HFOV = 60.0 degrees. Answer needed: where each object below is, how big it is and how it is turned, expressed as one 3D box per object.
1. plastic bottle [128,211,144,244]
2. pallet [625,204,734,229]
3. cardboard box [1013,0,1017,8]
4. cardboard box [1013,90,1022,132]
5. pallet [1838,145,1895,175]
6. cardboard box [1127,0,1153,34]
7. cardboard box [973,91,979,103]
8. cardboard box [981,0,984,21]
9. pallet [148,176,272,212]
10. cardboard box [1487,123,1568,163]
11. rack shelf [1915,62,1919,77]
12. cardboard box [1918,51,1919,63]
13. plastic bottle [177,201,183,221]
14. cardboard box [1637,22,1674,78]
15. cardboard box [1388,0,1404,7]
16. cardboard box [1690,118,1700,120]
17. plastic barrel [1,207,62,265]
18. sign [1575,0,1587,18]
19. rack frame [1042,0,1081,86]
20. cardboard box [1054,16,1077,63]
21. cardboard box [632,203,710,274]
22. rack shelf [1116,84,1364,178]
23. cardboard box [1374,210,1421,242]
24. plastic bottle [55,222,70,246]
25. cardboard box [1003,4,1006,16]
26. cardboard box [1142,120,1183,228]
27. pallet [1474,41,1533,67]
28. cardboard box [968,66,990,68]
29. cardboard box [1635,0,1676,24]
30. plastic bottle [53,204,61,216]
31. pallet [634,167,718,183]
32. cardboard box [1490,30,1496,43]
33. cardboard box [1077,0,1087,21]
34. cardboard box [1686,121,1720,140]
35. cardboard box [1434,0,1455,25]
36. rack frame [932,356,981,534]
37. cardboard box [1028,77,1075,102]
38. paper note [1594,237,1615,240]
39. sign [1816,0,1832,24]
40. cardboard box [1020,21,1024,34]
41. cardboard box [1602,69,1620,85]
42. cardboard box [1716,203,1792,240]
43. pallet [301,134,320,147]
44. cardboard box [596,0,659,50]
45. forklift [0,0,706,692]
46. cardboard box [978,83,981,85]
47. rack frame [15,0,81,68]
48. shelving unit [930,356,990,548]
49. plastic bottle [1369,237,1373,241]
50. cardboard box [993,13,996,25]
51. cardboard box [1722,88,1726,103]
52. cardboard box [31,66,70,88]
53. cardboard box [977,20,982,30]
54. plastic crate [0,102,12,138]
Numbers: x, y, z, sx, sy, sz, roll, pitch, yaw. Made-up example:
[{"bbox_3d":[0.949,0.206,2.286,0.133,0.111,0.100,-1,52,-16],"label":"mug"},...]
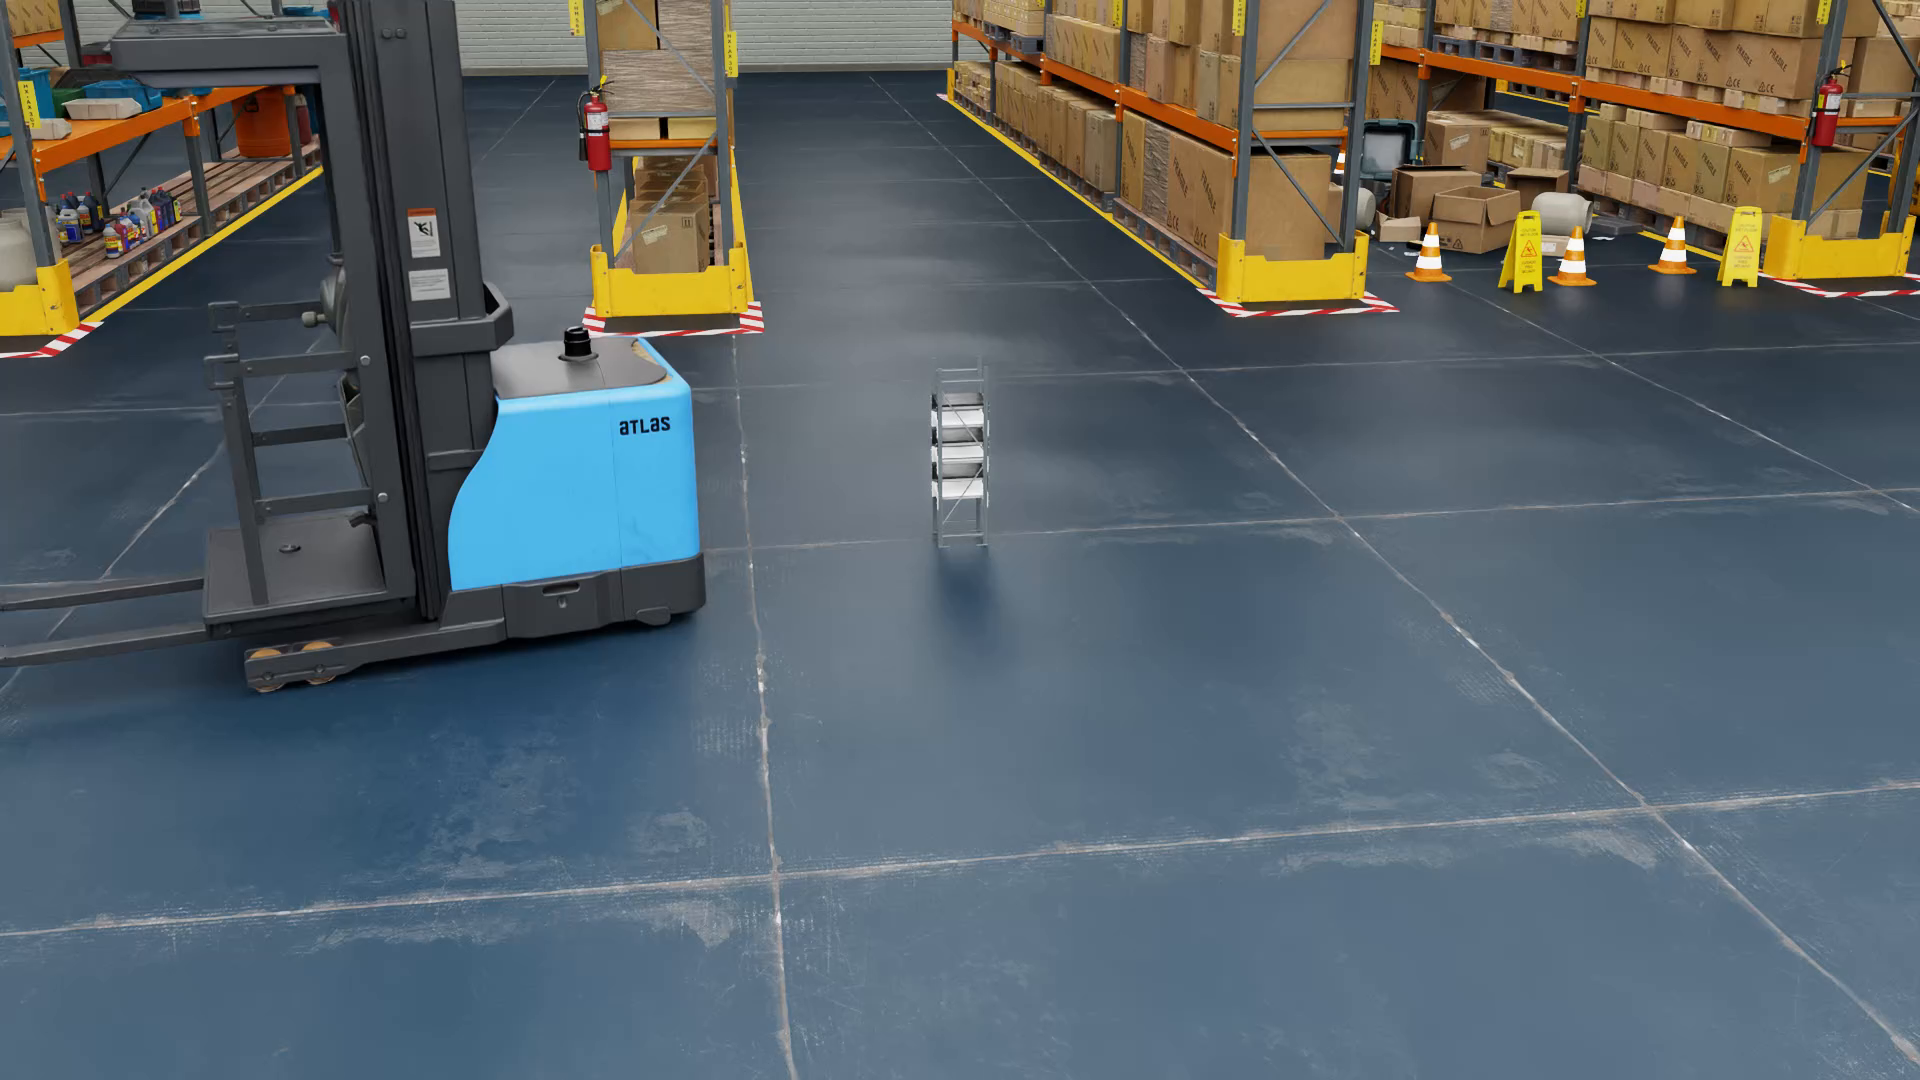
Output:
[{"bbox_3d":[-7.192,-2.726,14.497,0.097,0.271,0.097,0,20,0],"label":"plastic bottle"},{"bbox_3d":[-2.690,-3.028,16.023,1.003,0.211,1.213,-3,21,-8],"label":"pallet"},{"bbox_3d":[0.886,-6.940,21.419,0.380,0.149,0.250,-2,21,-6],"label":"cardboard box"},{"bbox_3d":[1.007,-5.768,22.345,0.500,0.500,0.500,-4,21,-10],"label":"cardboard box"},{"bbox_3d":[11.572,-4.687,20.464,1.003,0.211,1.213,-3,21,-8],"label":"pallet"},{"bbox_3d":[2.120,-5.227,16.167,0.875,0.550,0.550,-3,21,-8],"label":"cardboard box"},{"bbox_3d":[0.405,-6.889,25.847,0.380,0.149,0.250,-3,21,-8],"label":"cardboard box"},{"bbox_3d":[0.599,-7.890,24.486,0.500,0.500,0.500,-3,21,-8],"label":"cardboard box"},{"bbox_3d":[-8.054,-3.703,17.828,1.003,0.211,1.213,-3,21,-8],"label":"pallet"},{"bbox_3d":[6.698,-4.702,19.673,0.950,0.372,0.625,-2,21,-6],"label":"cardboard box"},{"bbox_3d":[11.608,-5.672,20.145,1.077,0.370,4.000,-3,21,-8],"label":"rack shelf"},{"bbox_3d":[11.445,-5.755,19.553,0.500,0.250,0.500,-3,21,-7],"label":"cardboard box"},{"bbox_3d":[-7.362,-3.101,15.602,0.097,0.201,0.097,0,20,0],"label":"plastic bottle"},{"bbox_3d":[6.927,-4.738,16.047,0.500,0.500,0.500,-3,21,-8],"label":"cardboard box"},{"bbox_3d":[5.993,-7.309,21.925,0.500,0.500,0.500,-3,21,-7],"label":"cardboard box"},{"bbox_3d":[7.336,-4.134,17.255,0.500,0.500,0.500,-3,21,-9],"label":"cardboard box"},{"bbox_3d":[-7.389,-2.360,13.202,0.421,0.512,0.421,0,20,0],"label":"plastic barrel"},{"bbox_3d":[6.436,-5.578,17.210,0.100,0.325,0.005,-3,21,-8],"label":"sign"},{"bbox_3d":[1.524,-6.166,20.437,1.000,3.000,0.127,-3,21,-8],"label":"rack frame"},{"bbox_3d":[1.398,-5.867,19.496,0.500,0.500,0.500,-3,21,-8],"label":"cardboard box"},{"bbox_3d":[-2.319,-2.423,13.390,0.500,0.500,0.500,1,20,2],"label":"cardboard box"},{"bbox_3d":[2.389,-3.751,15.001,1.077,0.370,4.000,-3,21,-8],"label":"rack shelf"},{"bbox_3d":[4.171,-2.998,15.863,0.396,0.266,0.258,1,20,2],"label":"cardboard box"},{"bbox_3d":[-7.789,-2.655,14.408,0.097,0.201,0.097,0,20,0],"label":"plastic bottle"},{"bbox_3d":[0.777,-7.068,22.187,0.380,0.149,0.250,-3,21,-9],"label":"cardboard box"},{"bbox_3d":[2.256,-3.449,15.600,0.875,0.875,0.875,-3,21,-7],"label":"cardboard box"},{"bbox_3d":[6.734,-5.677,19.403,1.003,0.211,1.213,-3,21,-8],"label":"pallet"},{"bbox_3d":[0.327,-7.516,26.675,0.380,0.149,0.250,-2,21,-6],"label":"cardboard box"},{"bbox_3d":[6.931,-5.203,15.864,0.700,0.500,0.500,-3,21,-9],"label":"cardboard box"},{"bbox_3d":[-8.007,-2.824,14.744,0.061,0.283,0.133,-2,21,-5],"label":"plastic bottle"},{"bbox_3d":[-3.115,-3.952,18.496,1.003,0.211,1.213,-3,21,-8],"label":"pallet"},{"bbox_3d":[6.483,-5.939,19.589,0.380,0.149,0.250,-2,21,-6],"label":"cardboard box"},{"bbox_3d":[1.730,-6.172,18.883,0.700,0.500,0.500,-3,21,-9],"label":"cardboard box"},{"bbox_3d":[6.999,-3.811,15.463,0.380,0.149,0.250,-2,21,-5],"label":"cardboard box"},{"bbox_3d":[6.244,-6.666,20.608,0.500,0.500,0.500,-4,21,-9],"label":"cardboard box"},{"bbox_3d":[-0.016,-0.460,8.160,0.240,0.900,0.006,-3,21,-8],"label":"rack frame"},{"bbox_3d":[1.166,-5.766,21.268,0.500,0.250,0.500,-3,21,-9],"label":"cardboard box"},{"bbox_3d":[6.163,-2.894,15.920,0.142,0.019,0.148,-11,23,-26],"label":"paper note"},{"bbox_3d":[7.009,-4.350,13.469,0.100,0.325,0.005,-3,21,-8],"label":"sign"},{"bbox_3d":[0.964,-6.478,21.033,0.380,0.149,0.250,-3,21,-8],"label":"cardboard box"},{"bbox_3d":[6.801,-4.738,16.972,0.380,0.149,0.250,-2,21,-6],"label":"cardboard box"},{"bbox_3d":[7.175,-2.864,14.926,0.500,0.250,0.500,-3,21,-8],"label":"cardboard box"},{"bbox_3d":[-8.627,-5.087,21.534,1.003,0.211,1.213,-3,21,-8],"label":"pallet"},{"bbox_3d":[-2.569,-4.013,12.677,0.500,0.500,0.500,-3,21,-8],"label":"cardboard box"},{"bbox_3d":[-2.679,-0.979,6.650,3.031,2.935,1.130,-8,22,-21],"label":"forklift"},{"bbox_3d":[0.485,-7.008,25.742,0.380,0.149,0.250,-2,21,-6],"label":"cardboard box"},{"bbox_3d":[-14.355,-8.222,25.943,1.000,3.000,0.127,-3,21,-8],"label":"rack frame"},{"bbox_3d":[-0.001,-0.424,8.066,0.258,0.900,0.210,-3,21,-8],"label":"shelving unit"},{"bbox_3d":[3.769,-2.852,15.766,0.283,0.061,0.133,-11,23,-26],"label":"plastic bottle"},{"bbox_3d":[0.663,-7.201,22.967,0.380,0.149,0.250,-3,21,-7],"label":"cardboard box"},{"bbox_3d":[7.169,-4.037,15.096,0.380,0.149,0.250,-3,21,-7],"label":"cardboard box"},{"bbox_3d":[-14.033,-7.081,25.832,0.500,0.500,0.500,-3,21,-8],"label":"cardboard box"},{"bbox_3d":[0.469,-7.882,25.392,0.380,0.149,0.250,-4,21,-10],"label":"cardboard box"},{"bbox_3d":[-7.603,-3.244,12.828,0.499,0.251,0.408,-3,21,-8],"label":"plastic crate"}]
